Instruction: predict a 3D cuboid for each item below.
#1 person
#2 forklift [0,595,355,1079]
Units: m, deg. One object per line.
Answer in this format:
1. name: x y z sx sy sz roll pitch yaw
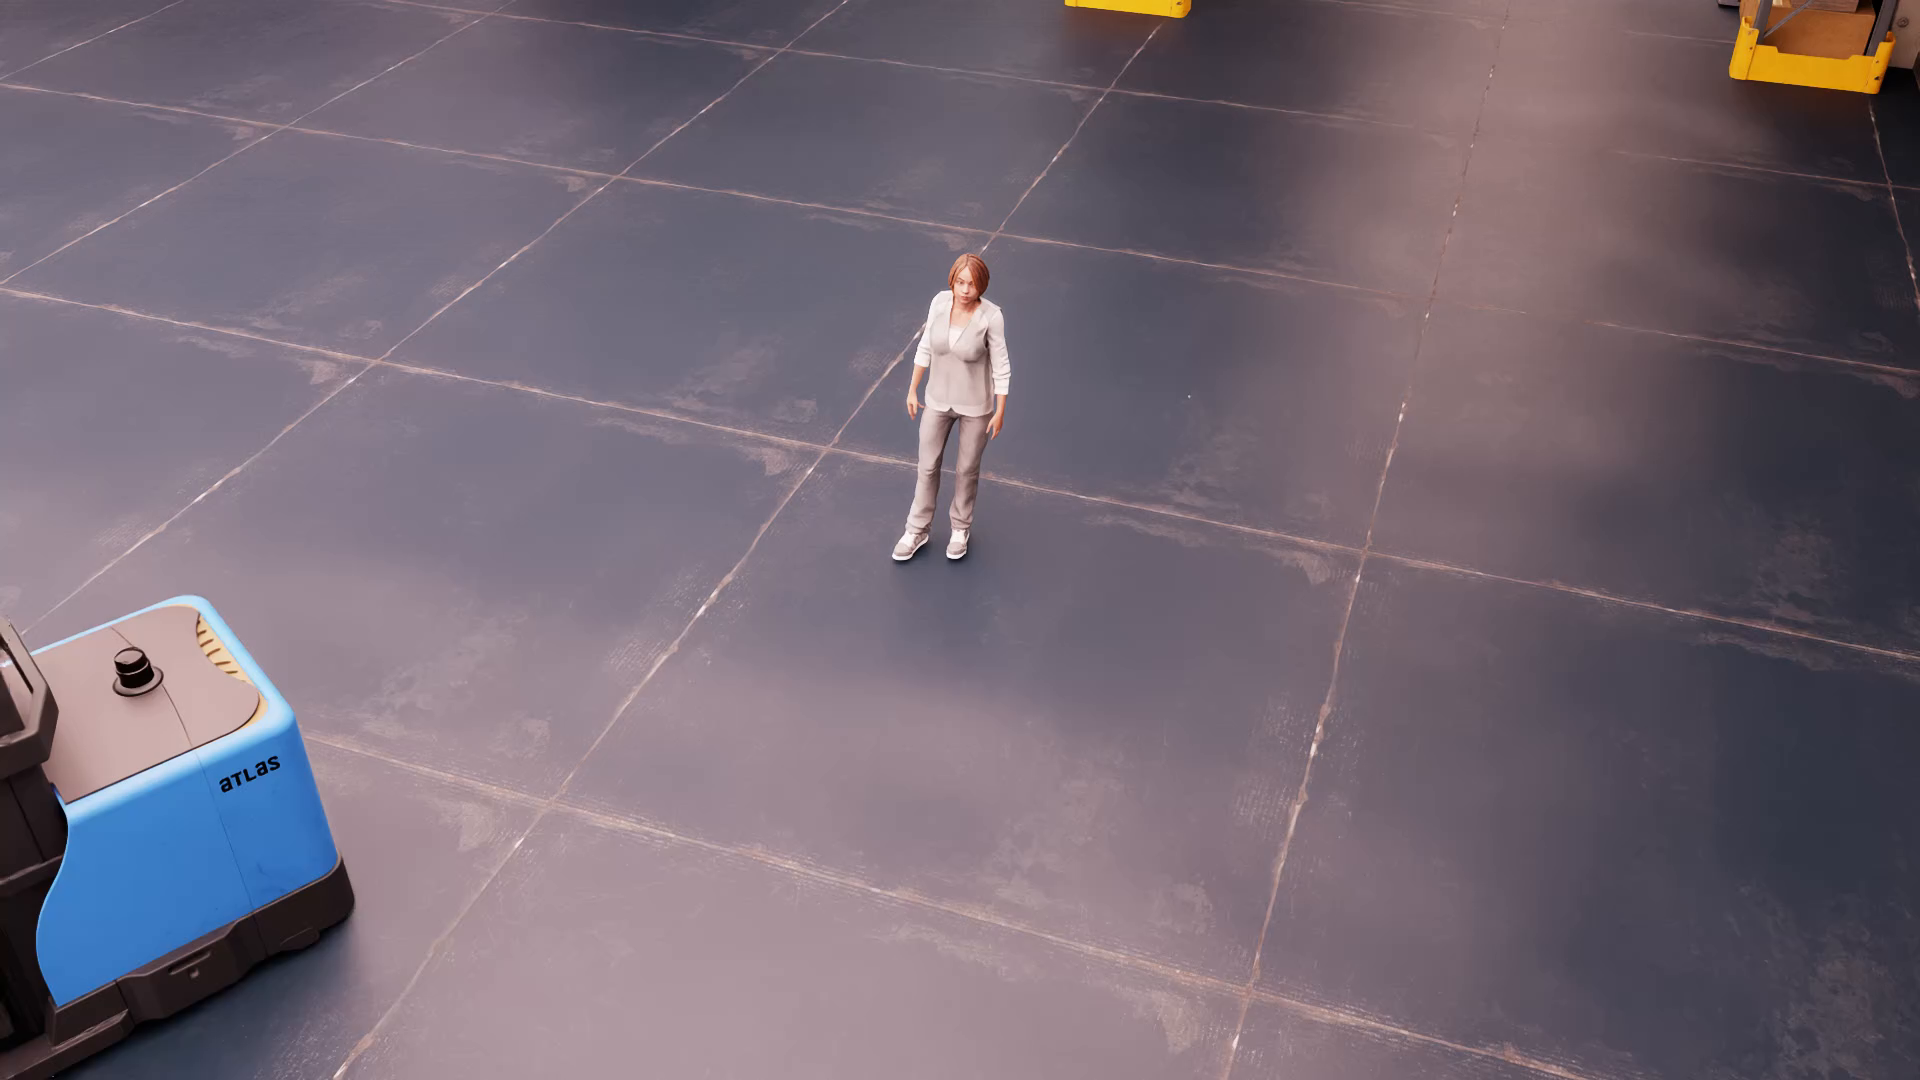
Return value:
1. person: -0.038 -0.620 8.126 0.520 1.597 0.475 12 37 16
2. forklift: -3.825 0.633 5.218 3.031 2.935 1.130 -26 43 -32
